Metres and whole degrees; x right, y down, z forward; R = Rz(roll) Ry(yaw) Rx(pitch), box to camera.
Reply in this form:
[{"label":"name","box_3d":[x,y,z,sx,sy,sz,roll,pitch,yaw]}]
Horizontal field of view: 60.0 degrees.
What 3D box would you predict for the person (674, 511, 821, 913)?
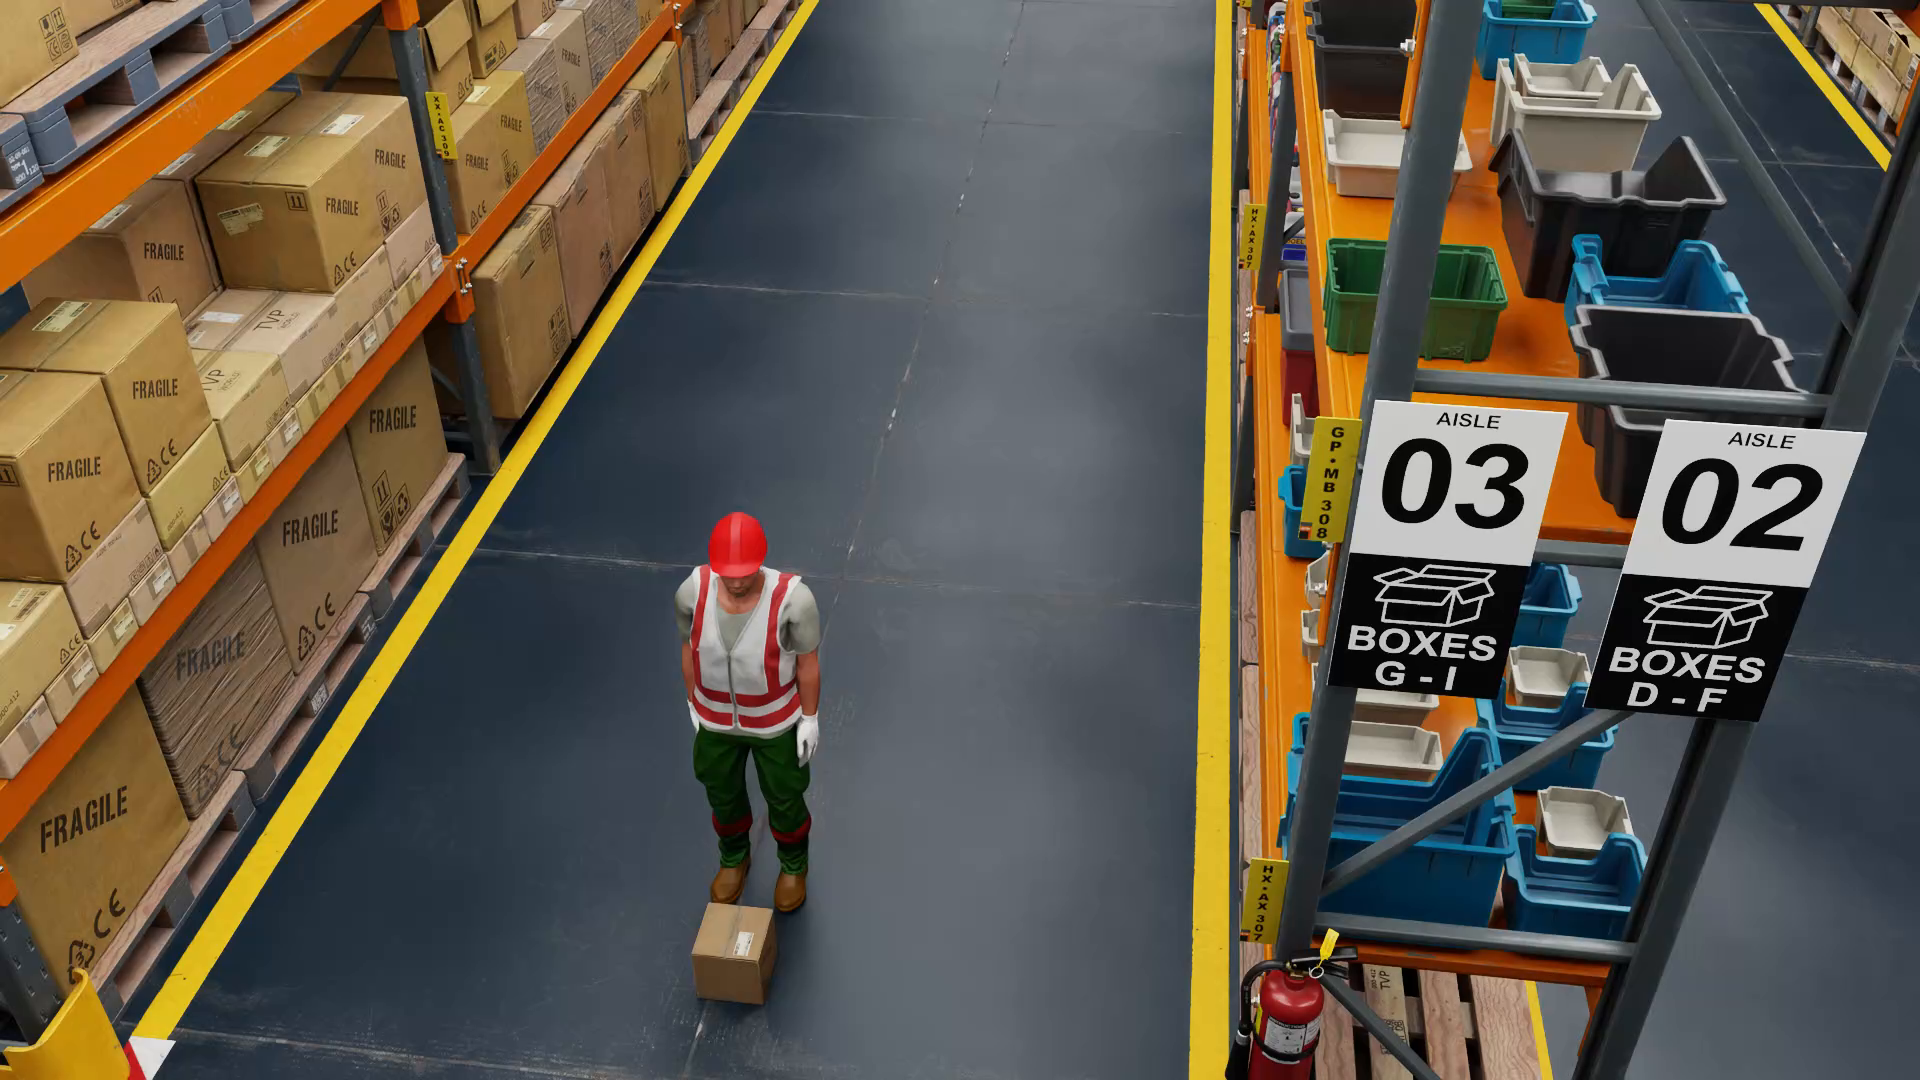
[{"label":"person","box_3d":[-0.764,0.645,6.134,0.526,1.781,0.343,5,36,7]}]
